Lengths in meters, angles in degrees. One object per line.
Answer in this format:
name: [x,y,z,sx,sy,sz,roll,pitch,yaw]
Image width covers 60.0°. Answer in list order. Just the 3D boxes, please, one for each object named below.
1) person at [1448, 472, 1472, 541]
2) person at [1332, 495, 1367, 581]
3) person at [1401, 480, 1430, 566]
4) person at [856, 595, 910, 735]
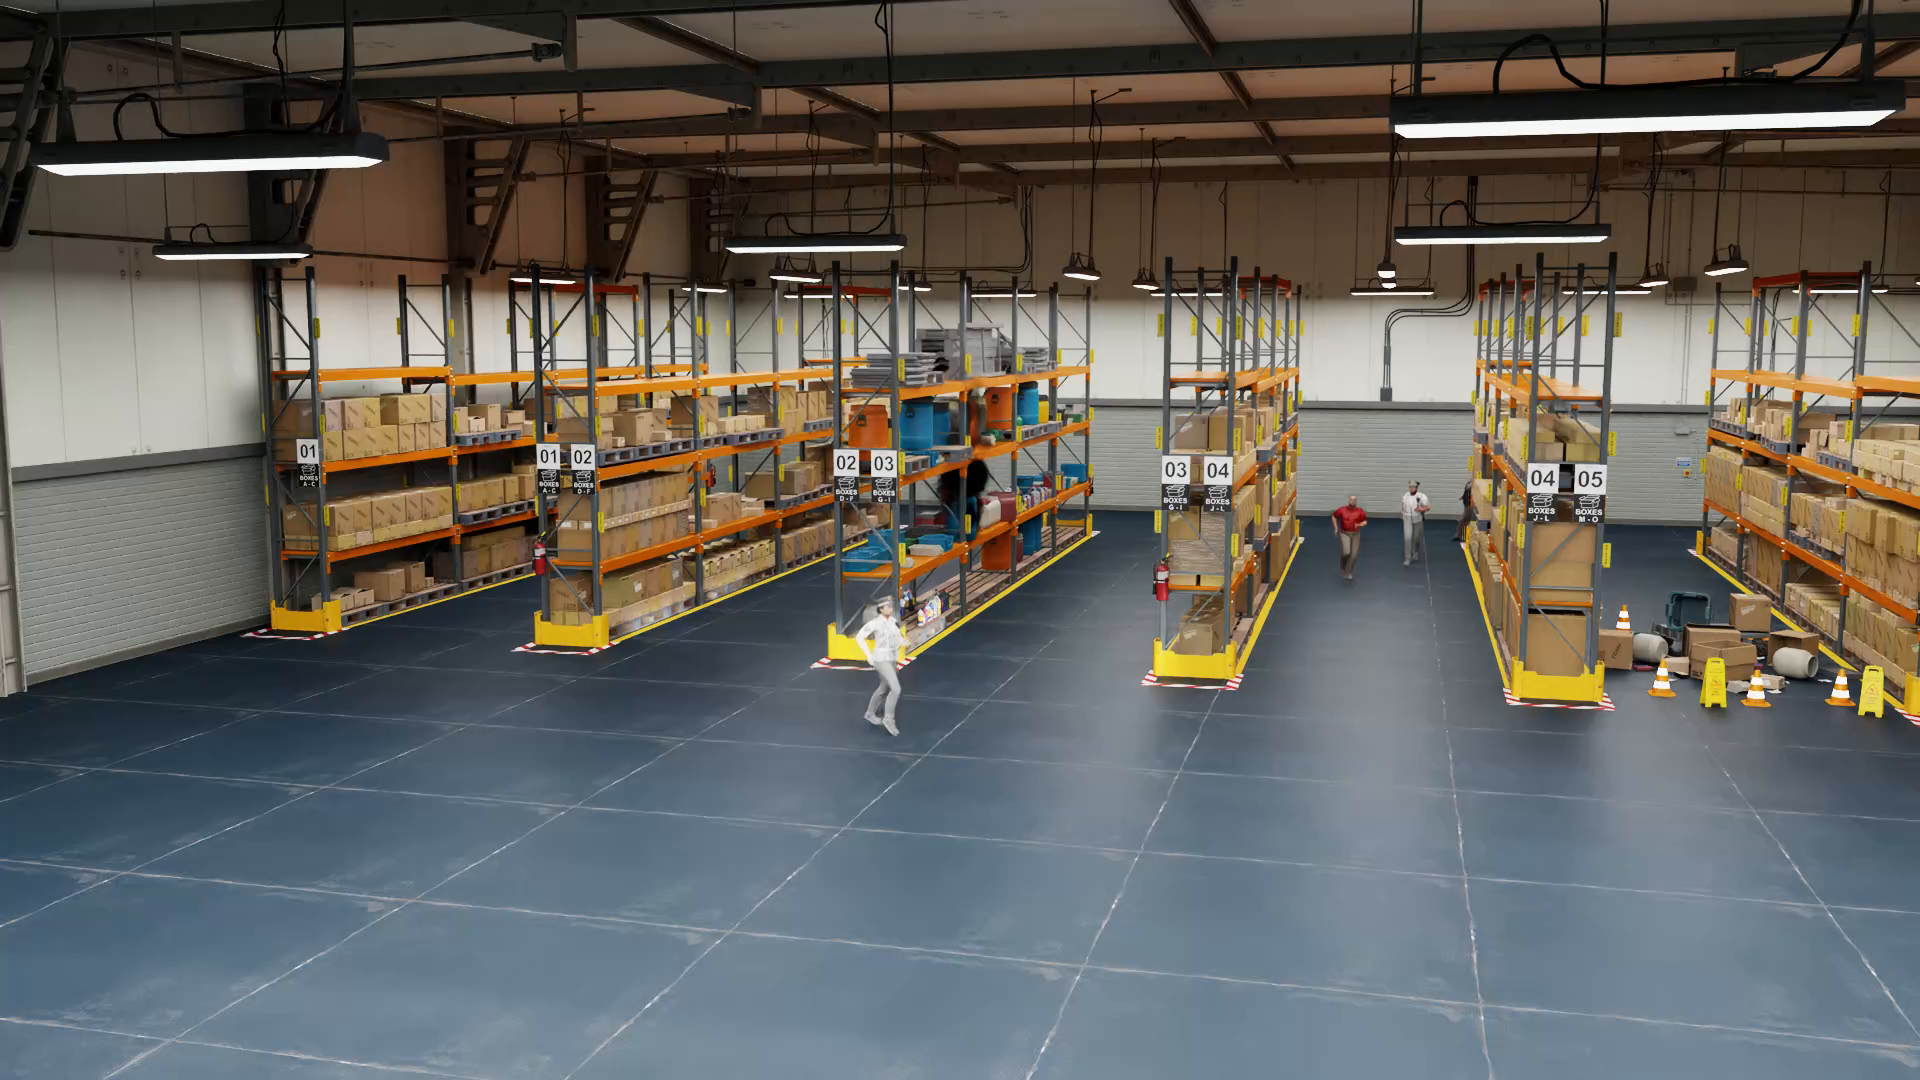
person: [12.013,-0.798,39.095,0.936,1.683,0.719,-1,7,-11]
person: [7.778,-0.042,33.122,0.652,1.718,0.648,0,7,1]
person: [9.728,-0.386,35.577,0.641,1.815,0.912,3,8,23]
person: [-0.927,1.549,20.714,0.732,1.749,0.576,4,8,31]
